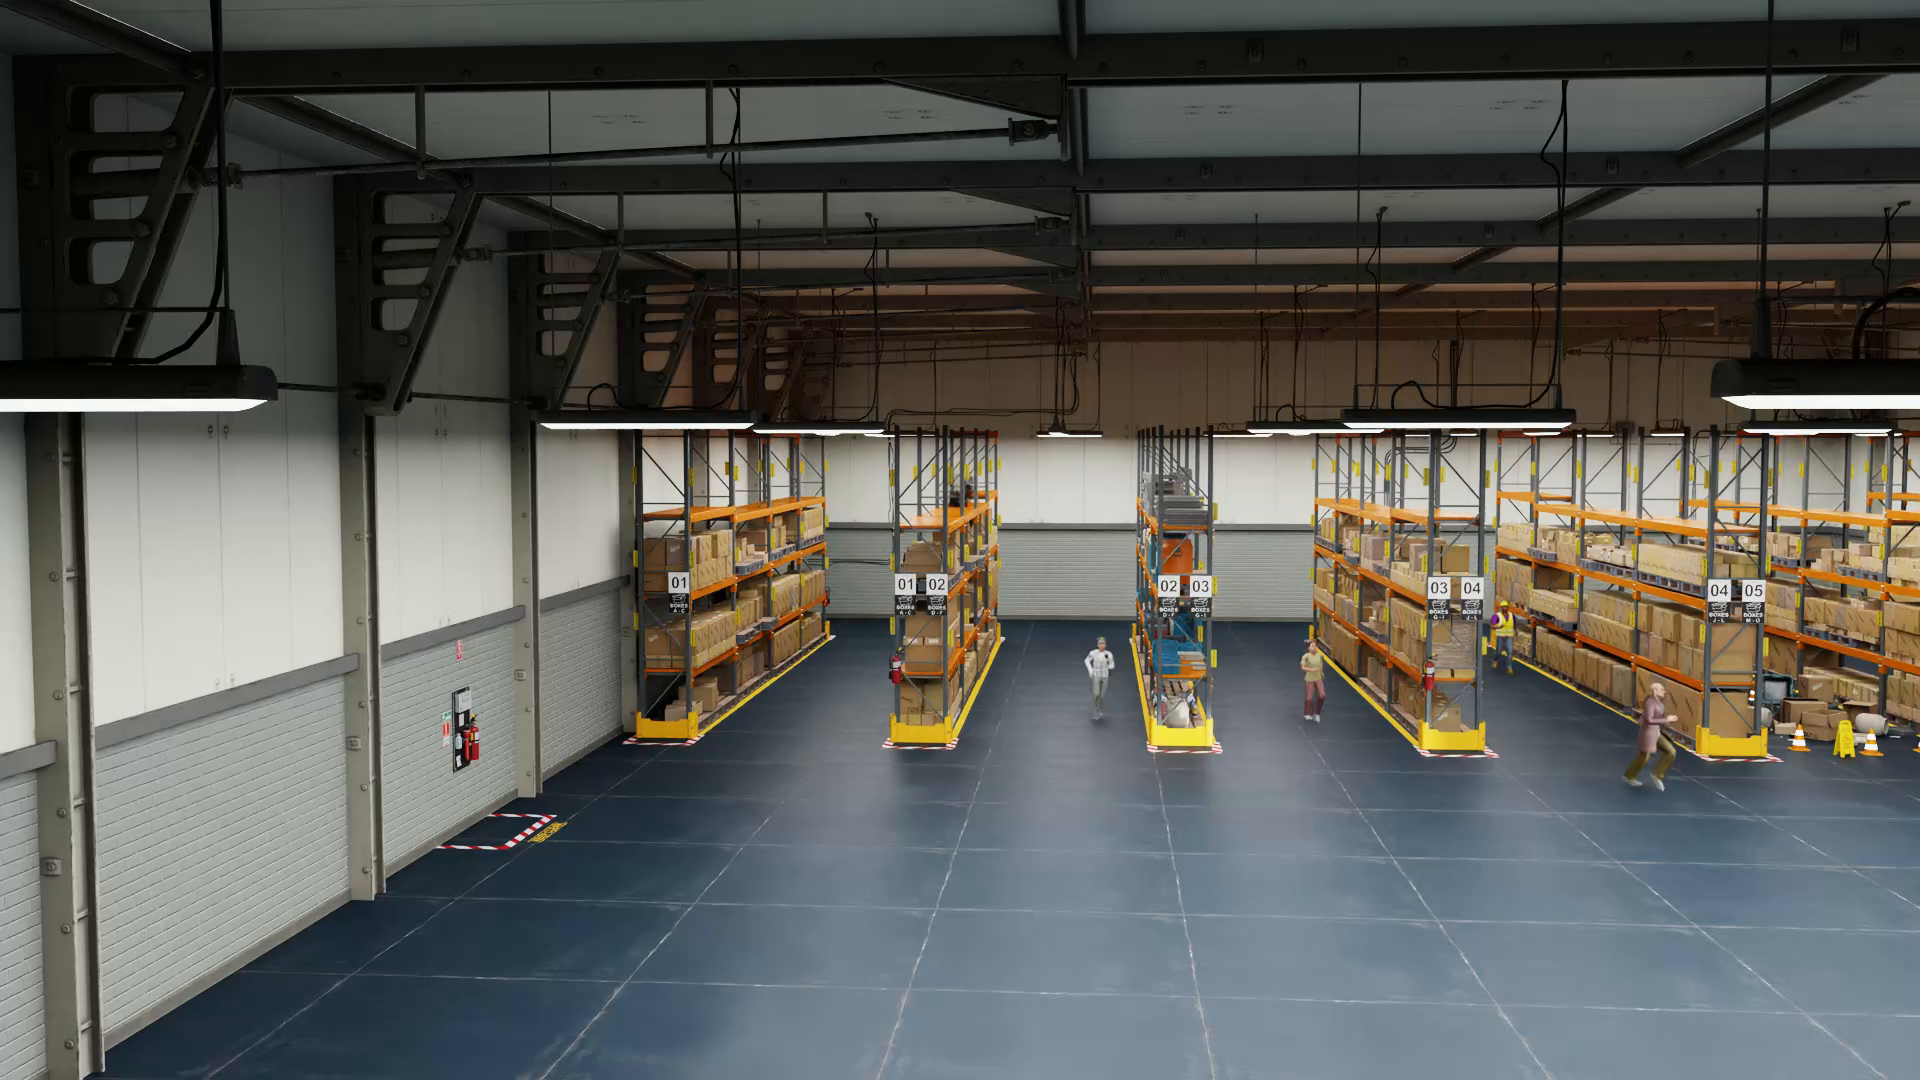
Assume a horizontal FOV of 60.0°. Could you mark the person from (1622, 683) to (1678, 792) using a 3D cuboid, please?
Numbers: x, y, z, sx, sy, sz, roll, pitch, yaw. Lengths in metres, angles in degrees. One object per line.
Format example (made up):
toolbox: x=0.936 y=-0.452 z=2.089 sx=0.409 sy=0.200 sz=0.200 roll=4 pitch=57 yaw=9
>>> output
person: x=11.282 y=3.208 z=27.159 sx=0.902 sy=1.793 sz=0.750 roll=3 pitch=5 yaw=42

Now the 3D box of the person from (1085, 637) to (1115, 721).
person: x=2.879 y=2.841 z=34.054 sx=0.588 sy=1.732 sz=0.715 roll=0 pitch=3 yaw=-3

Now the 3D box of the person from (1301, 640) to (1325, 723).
person: x=7.161 y=2.863 z=33.692 sx=0.548 sy=1.664 sz=0.668 roll=-1 pitch=3 yaw=-9

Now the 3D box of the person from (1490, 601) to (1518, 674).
person: x=13.374 y=2.373 z=40.865 sx=0.713 sy=1.745 sz=0.953 roll=0 pitch=3 yaw=-1
